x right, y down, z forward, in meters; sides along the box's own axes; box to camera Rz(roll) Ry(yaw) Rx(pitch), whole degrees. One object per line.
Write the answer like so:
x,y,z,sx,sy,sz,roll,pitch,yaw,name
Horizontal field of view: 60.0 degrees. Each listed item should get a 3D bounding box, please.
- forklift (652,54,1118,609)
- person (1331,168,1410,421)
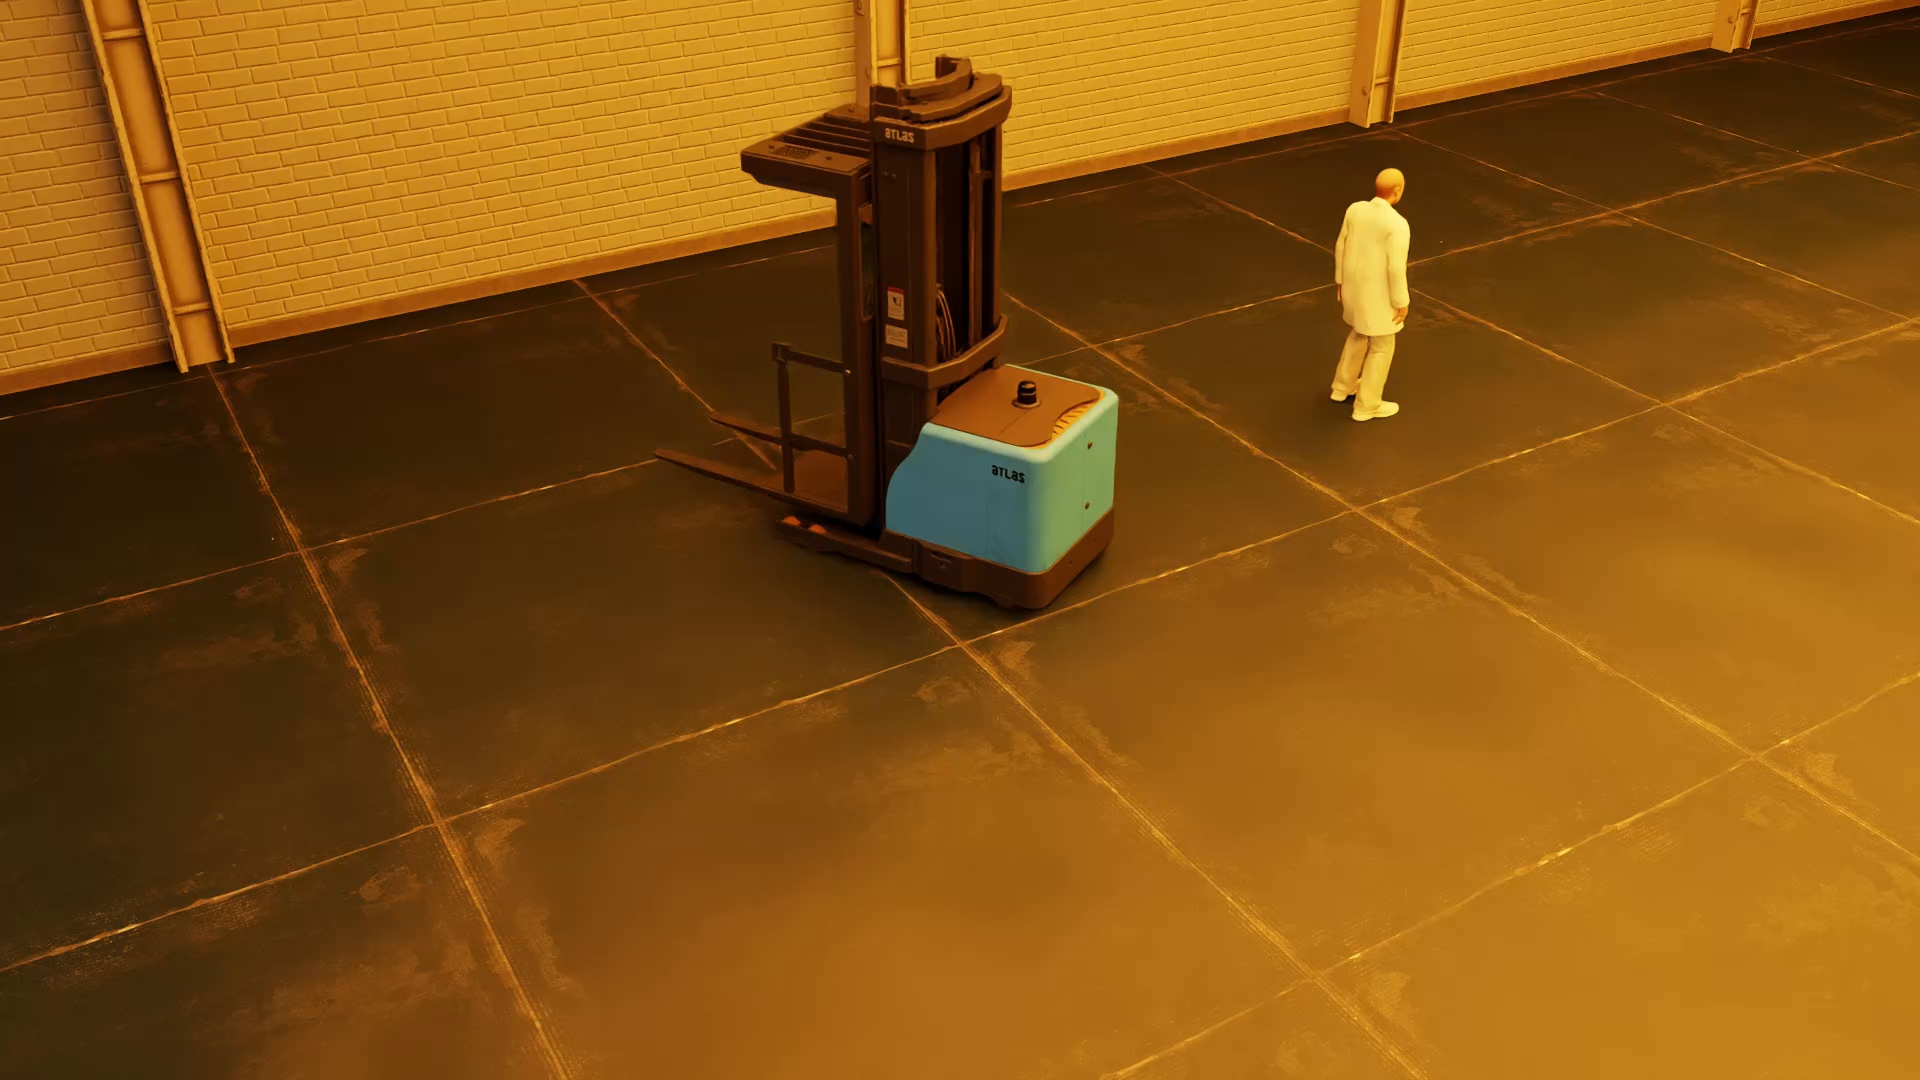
-0.575,-1.400,9.985,3.031,2.935,1.130,17,35,26,forklift
2.903,-1.732,11.670,0.450,1.771,0.648,-18,35,-27,person
